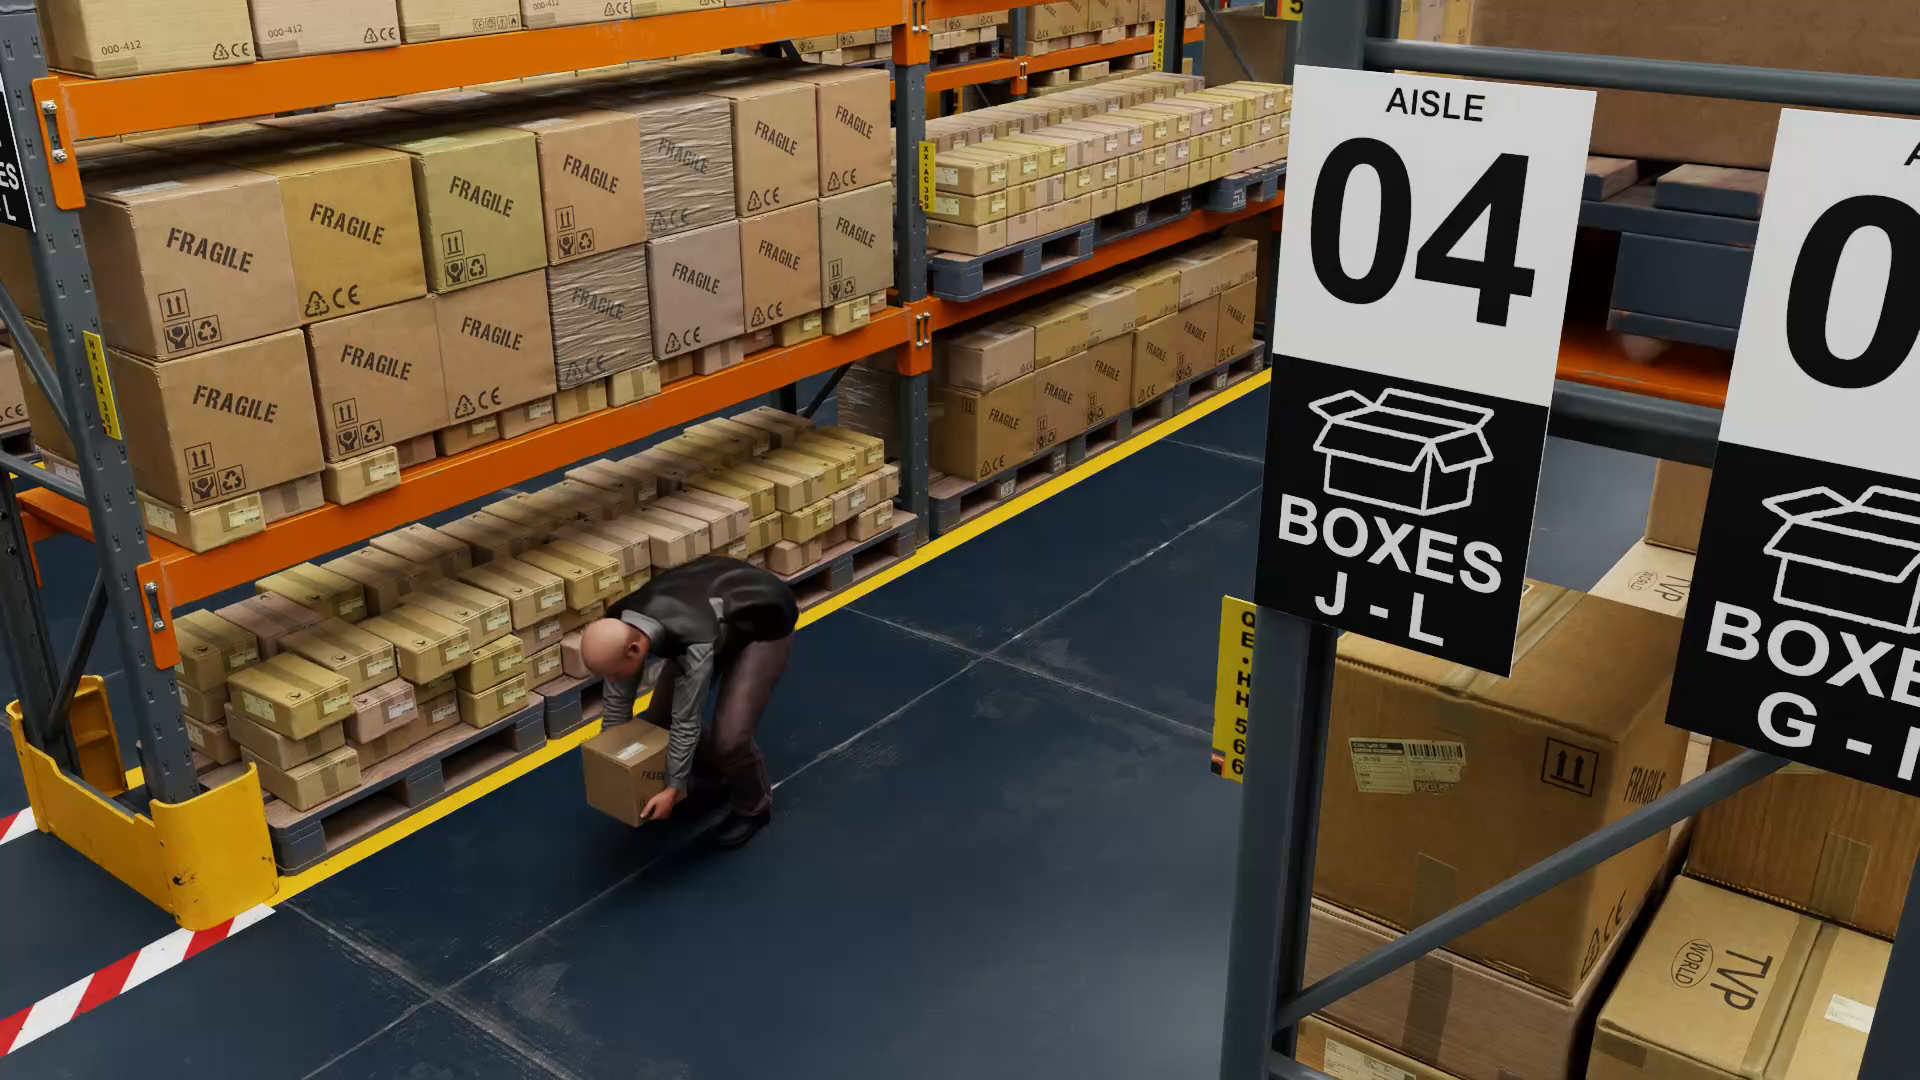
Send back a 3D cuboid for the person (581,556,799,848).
[{"bbox_3d":[-0.980,0.615,6.019,0.490,1.078,0.949,15,28,31],"label":"person"}]
